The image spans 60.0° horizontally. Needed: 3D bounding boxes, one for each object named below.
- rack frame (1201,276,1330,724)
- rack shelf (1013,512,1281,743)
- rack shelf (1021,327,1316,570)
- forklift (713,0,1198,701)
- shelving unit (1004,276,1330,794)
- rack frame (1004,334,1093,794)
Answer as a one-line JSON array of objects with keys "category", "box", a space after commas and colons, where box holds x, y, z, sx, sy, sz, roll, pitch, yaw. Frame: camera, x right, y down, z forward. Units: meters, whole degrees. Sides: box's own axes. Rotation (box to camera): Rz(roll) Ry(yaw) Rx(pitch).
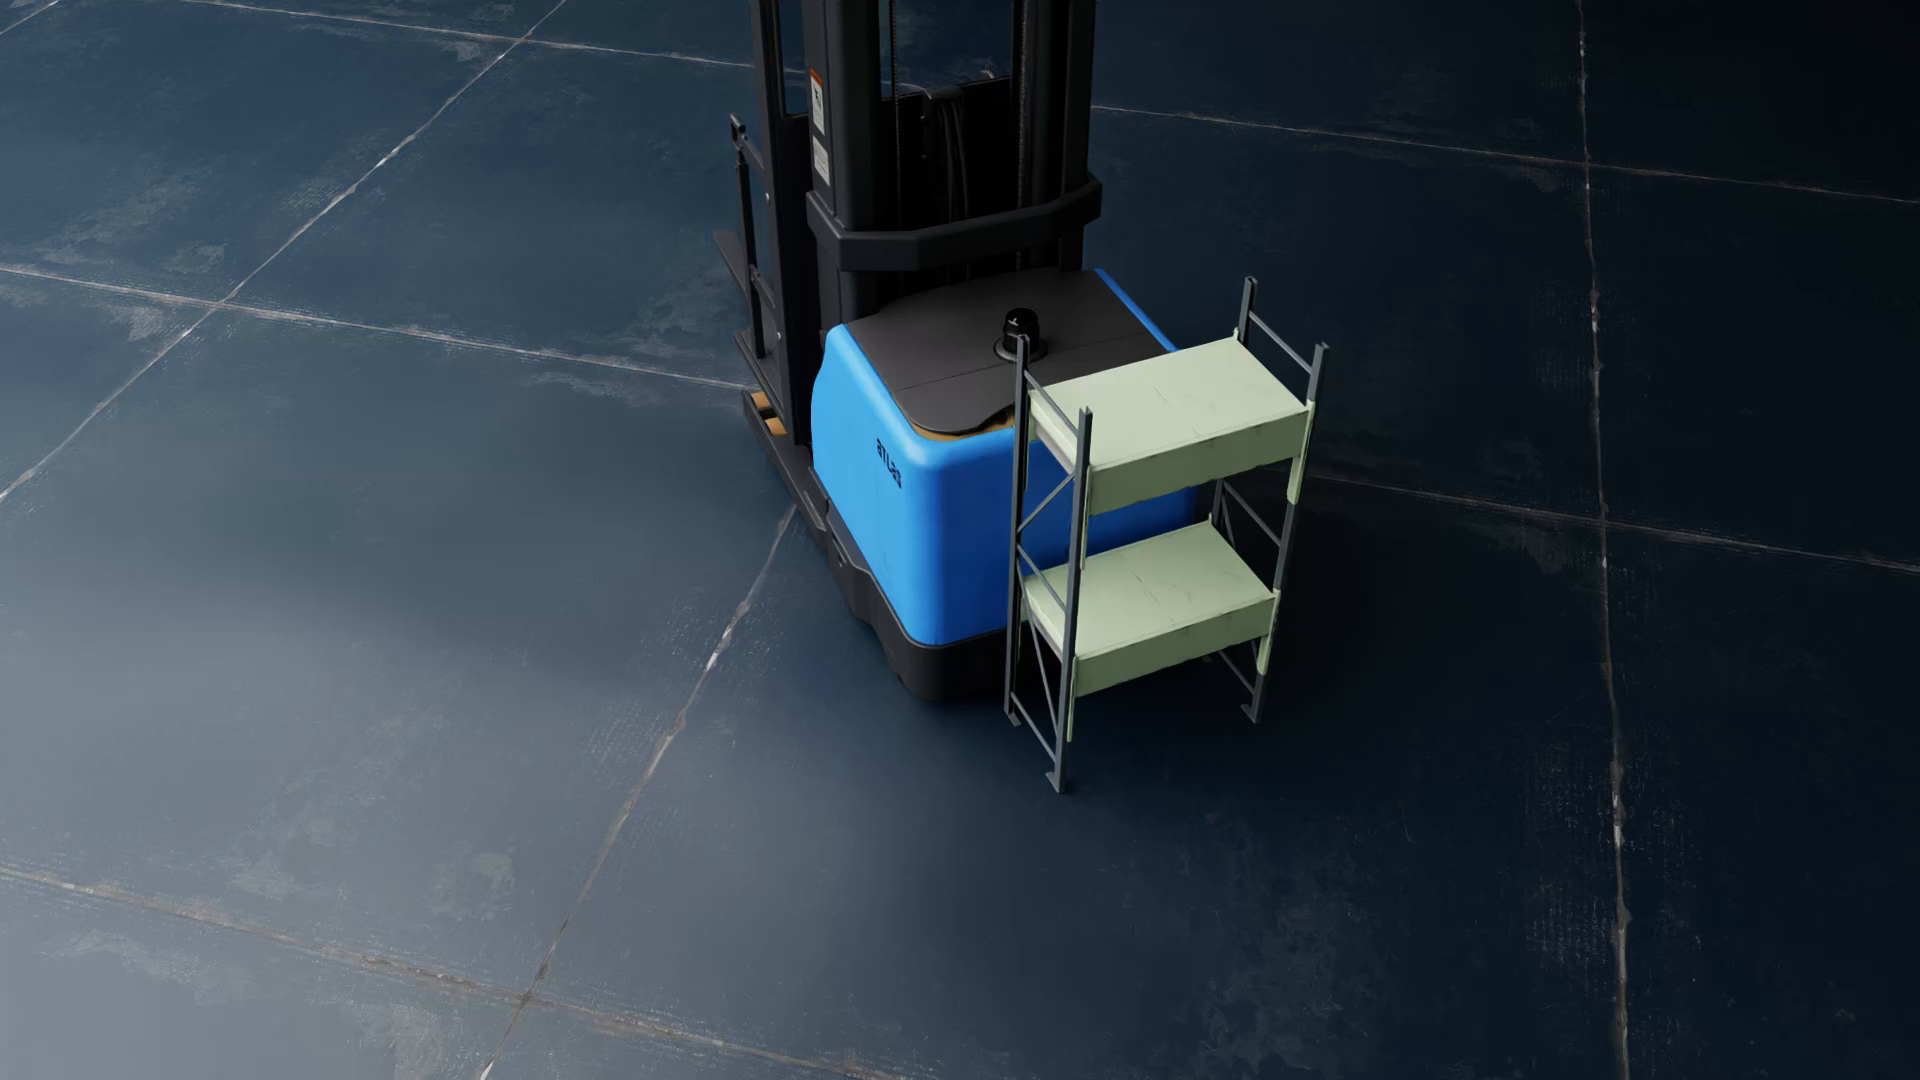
[{"category": "rack frame", "box": [0.912, -0.076, 5.168, 0.023, 1.500, 0.400, -16, 44, -19]}, {"category": "rack shelf", "box": [0.576, 0.267, 5.265, 0.720, 0.370, 0.431, -16, 44, -19]}, {"category": "rack shelf", "box": [0.582, -0.273, 4.795, 0.720, 0.370, 0.431, -16, 44, -19]}, {"category": "forklift", "box": [-0.234, -1.542, 5.808, 1.130, 2.935, 3.031, -15, 42, -17]}, {"category": "shelving unit", "box": [0.579, 0.021, 5.051, 0.755, 1.500, 0.431, -16, 44, -19]}, {"category": "rack frame", "box": [0.246, 0.119, 4.935, 0.023, 1.500, 0.400, -16, 44, -19]}]
